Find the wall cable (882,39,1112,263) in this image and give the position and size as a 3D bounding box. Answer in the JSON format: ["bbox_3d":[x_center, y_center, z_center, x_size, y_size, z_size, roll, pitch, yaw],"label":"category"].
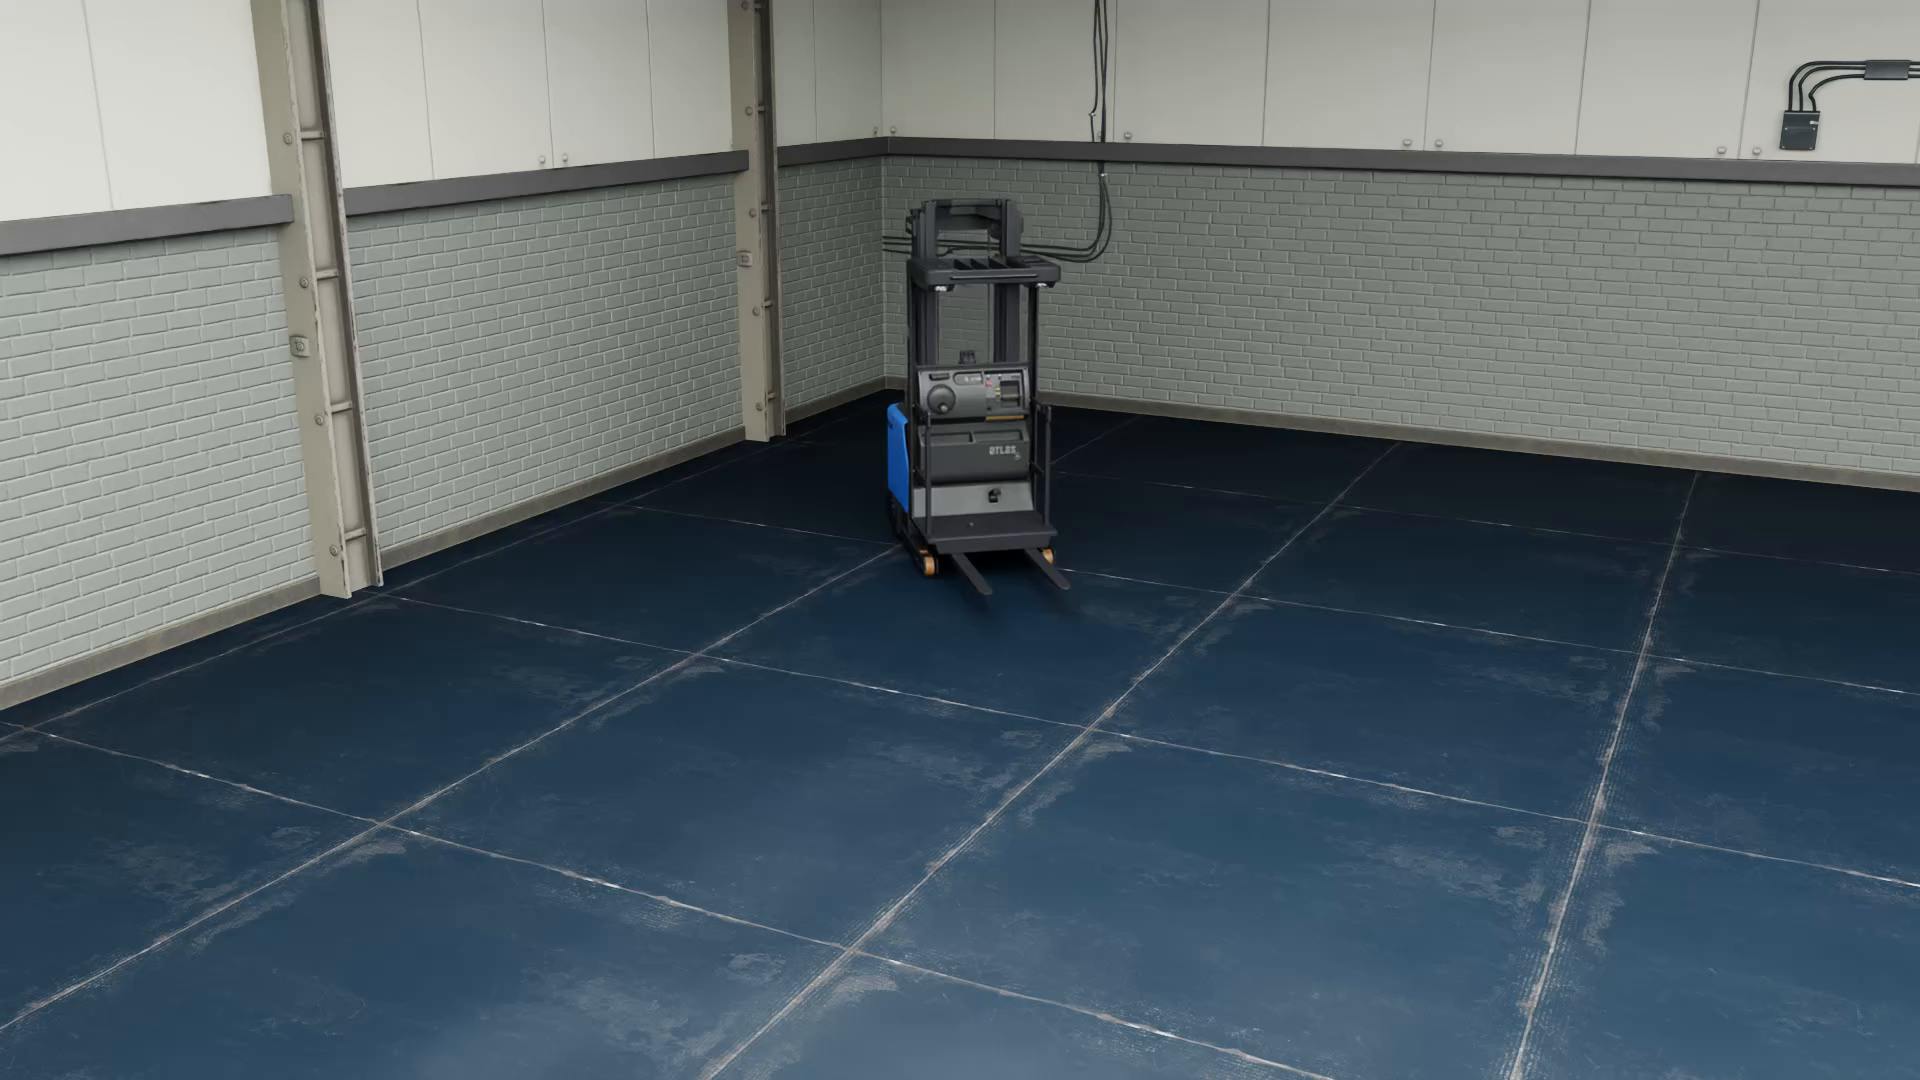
[{"bbox_3d":[0.343,-4.547,19.484,3.097,2.526,0.112,8,18,25],"label":"wall cable"}]

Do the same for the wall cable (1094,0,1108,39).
[{"bbox_3d":[2.763,-6.624,17.606,3.097,2.526,0.112,8,18,25],"label":"wall cable"}]

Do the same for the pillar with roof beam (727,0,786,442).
[{"bbox_3d":[1.695,-4.906,15.237,9.100,9.000,0.400,8,18,25],"label":"pillar with roof beam"}]

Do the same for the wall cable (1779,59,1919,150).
[{"bbox_3d":[8.829,-6.454,14.477,2.305,6.003,0.169,8,18,25],"label":"wall cable"}]

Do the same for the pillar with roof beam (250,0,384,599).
[{"bbox_3d":[-0.986,-3.378,10.092,9.100,9.000,0.400,8,18,25],"label":"pillar with roof beam"}]

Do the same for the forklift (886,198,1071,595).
[{"bbox_3d":[0.164,-1.227,13.507,1.130,2.935,3.031,-4,17,-12],"label":"forklift"}]

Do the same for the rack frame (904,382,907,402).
[{"bbox_3d":[-0.478,-0.839,15.241,0.015,1.200,0.240,-4,17,-13],"label":"rack frame"}]

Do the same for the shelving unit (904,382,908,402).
[{"bbox_3d":[-0.241,-0.855,15.296,0.503,1.200,0.258,-4,17,-13],"label":"shelving unit"}]

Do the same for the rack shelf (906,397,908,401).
[{"bbox_3d":[-0.241,-1.232,15.184,0.480,0.148,0.258,-4,17,-13],"label":"rack shelf"}]
